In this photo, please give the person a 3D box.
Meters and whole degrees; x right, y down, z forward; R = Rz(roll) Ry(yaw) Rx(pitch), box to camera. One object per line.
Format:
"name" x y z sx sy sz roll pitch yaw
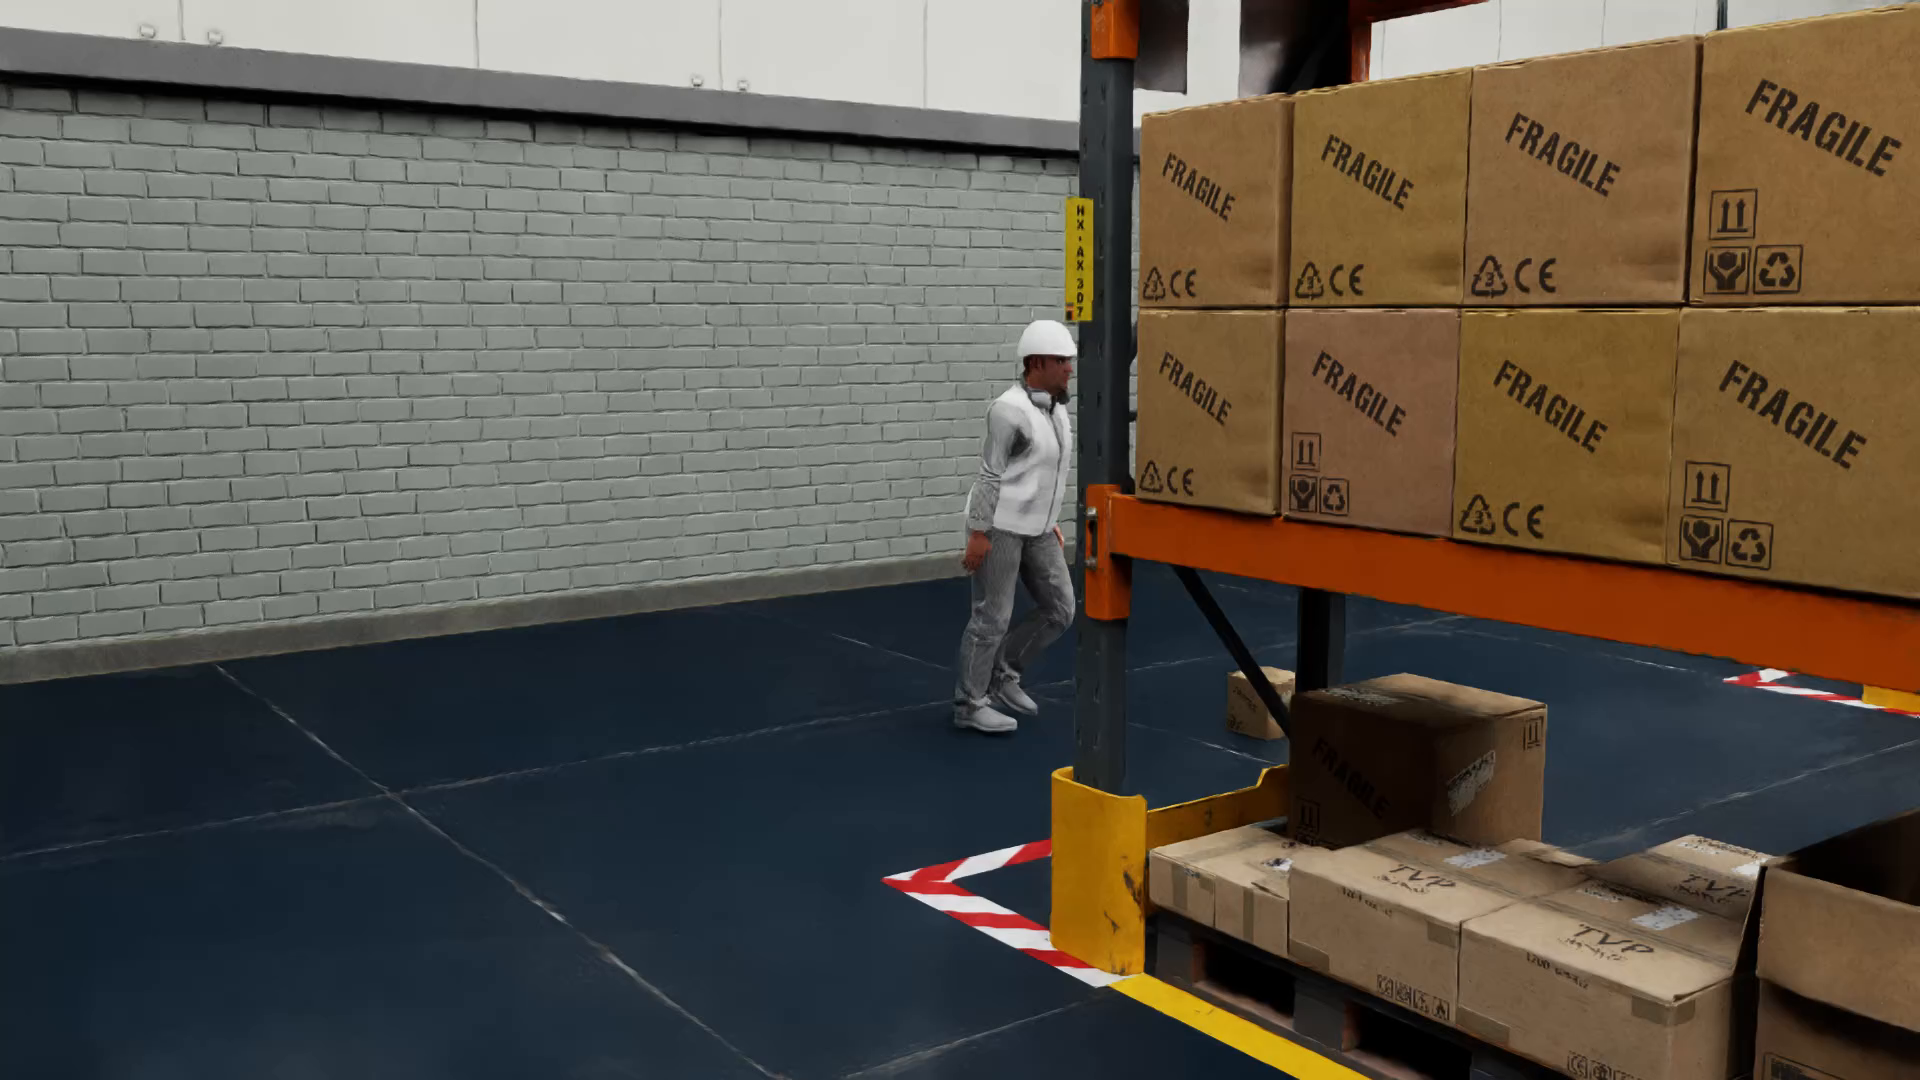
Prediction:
"person" 0.257 -0.053 7.056 0.595 1.747 0.562 4 9 30
